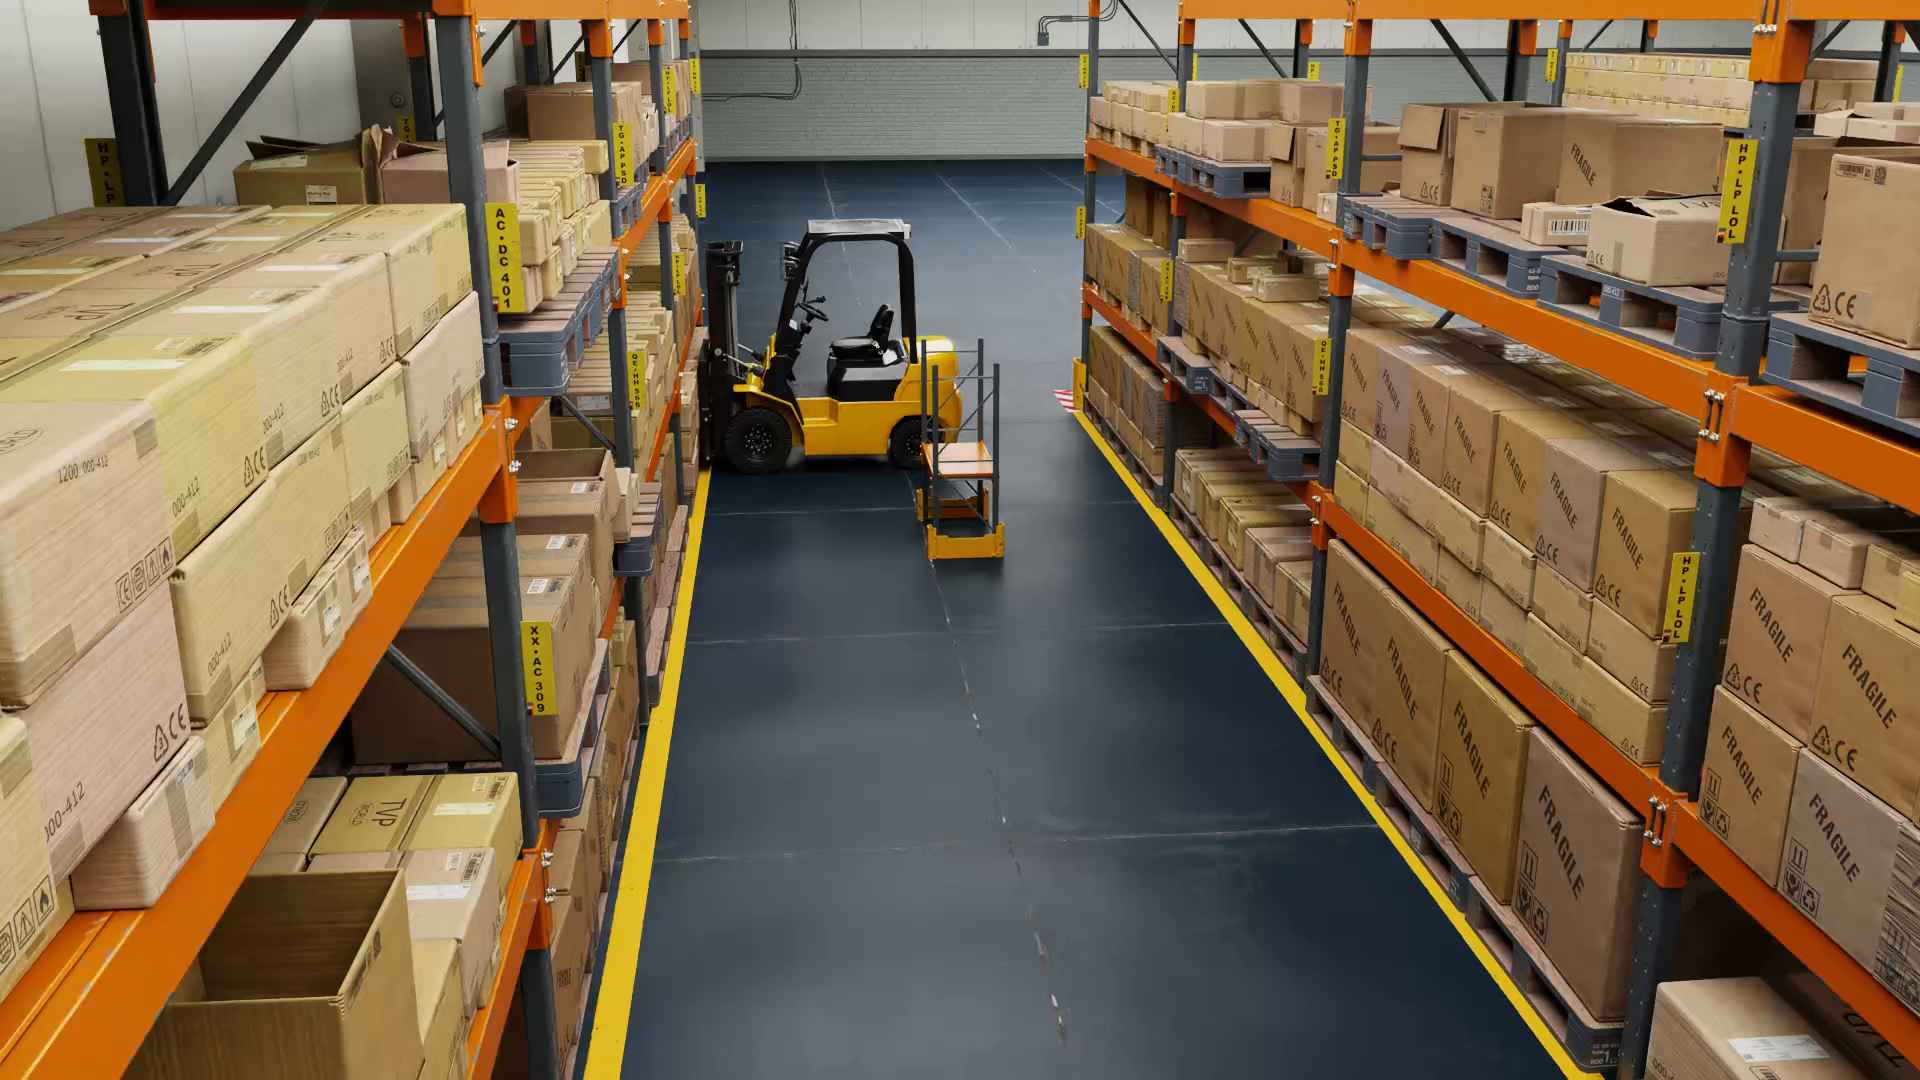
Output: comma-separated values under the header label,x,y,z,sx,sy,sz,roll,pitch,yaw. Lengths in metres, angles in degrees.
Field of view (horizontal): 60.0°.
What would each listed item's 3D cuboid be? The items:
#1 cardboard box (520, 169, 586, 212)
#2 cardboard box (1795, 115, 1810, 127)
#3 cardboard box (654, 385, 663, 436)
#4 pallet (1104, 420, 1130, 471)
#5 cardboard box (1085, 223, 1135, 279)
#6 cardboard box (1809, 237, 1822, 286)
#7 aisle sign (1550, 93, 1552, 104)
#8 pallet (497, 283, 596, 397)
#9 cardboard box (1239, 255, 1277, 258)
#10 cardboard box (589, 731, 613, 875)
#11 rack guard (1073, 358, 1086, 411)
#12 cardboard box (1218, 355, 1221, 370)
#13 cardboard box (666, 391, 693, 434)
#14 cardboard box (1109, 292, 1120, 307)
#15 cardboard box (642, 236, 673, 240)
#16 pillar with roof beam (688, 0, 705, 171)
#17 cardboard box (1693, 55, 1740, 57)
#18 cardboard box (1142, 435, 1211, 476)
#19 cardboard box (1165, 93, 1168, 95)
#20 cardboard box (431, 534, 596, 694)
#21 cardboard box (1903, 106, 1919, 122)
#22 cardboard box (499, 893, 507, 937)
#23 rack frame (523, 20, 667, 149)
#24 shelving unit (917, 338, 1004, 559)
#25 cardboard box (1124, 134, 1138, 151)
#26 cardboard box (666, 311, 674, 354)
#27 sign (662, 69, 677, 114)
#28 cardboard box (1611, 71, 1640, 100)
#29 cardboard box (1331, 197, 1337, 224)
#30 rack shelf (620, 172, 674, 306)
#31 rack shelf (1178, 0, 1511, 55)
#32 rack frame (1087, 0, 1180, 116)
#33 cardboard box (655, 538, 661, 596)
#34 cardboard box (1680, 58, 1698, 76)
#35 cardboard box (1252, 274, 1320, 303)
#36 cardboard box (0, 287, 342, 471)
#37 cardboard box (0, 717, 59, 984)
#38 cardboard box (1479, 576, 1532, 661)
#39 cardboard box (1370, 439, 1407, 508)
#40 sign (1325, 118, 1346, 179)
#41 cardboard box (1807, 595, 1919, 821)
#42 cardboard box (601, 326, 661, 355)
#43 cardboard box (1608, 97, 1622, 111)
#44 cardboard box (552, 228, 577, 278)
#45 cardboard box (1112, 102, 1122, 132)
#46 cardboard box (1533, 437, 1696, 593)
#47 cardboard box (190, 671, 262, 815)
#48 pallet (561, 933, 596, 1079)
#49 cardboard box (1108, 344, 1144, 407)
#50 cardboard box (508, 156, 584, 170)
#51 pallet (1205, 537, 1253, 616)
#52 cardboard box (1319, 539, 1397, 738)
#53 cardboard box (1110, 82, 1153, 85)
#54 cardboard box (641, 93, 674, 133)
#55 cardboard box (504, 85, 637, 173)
label,x,y,z,sx,sy,sz,roll,pitch,yaw
cardboard box,-1.721,-1.412,6.713,0.380,0.149,0.250,-2,18,-5
cardboard box,7.387,-3.627,14.267,0.380,0.149,0.250,-2,18,-5
cardboard box,-2.284,-0.869,11.187,0.500,0.250,0.500,-1,17,-4
pallet,1.969,-0.922,15.761,1.003,0.211,1.213,-2,18,-6
cardboard box,1.563,-2.921,16.808,0.500,0.500,0.500,-2,18,-6
cardboard box,3.324,-1.033,5.974,0.396,0.266,0.258,-2,18,-6
aisle sign,6.397,-4.316,17.576,0.394,0.787,0.004,-2,18,-6
pallet,-1.907,-0.689,5.669,1.213,0.211,1.003,-2,18,-6
cardboard box,2.478,-1.948,13.010,0.500,0.500,0.500,-2,18,-7
cardboard box,-1.895,1.228,7.729,0.500,0.500,0.500,-2,18,-8
rack guard,1.798,-1.665,17.647,1.175,0.500,0.348,-2,18,-6
cardboard box,2.076,-1.287,11.985,0.380,0.149,0.250,-2,18,-5
cardboard box,-2.472,-1.054,13.746,0.500,0.250,0.500,-2,18,-6
cardboard box,1.646,-2.344,16.054,0.380,0.149,0.250,-1,17,-4
cardboard box,-2.727,-2.593,14.681,0.380,0.149,0.250,-2,18,-5
pillar with roof beam,-2.784,-14.424,44.098,9.100,9.000,0.400,-2,18,-6
cardboard box,7.206,-4.535,15.826,0.380,0.149,0.250,-2,18,-6
cardboard box,1.874,-0.745,14.432,0.500,0.250,0.500,-1,17,-3
cardboard box,1.911,-3.624,13.792,0.380,0.149,0.250,-1,17,-4
cardboard box,-1.790,0.296,6.359,0.700,0.500,0.500,-2,17,-5
cardboard box,7.462,-3.118,12.477,0.500,0.250,0.500,-2,18,-6
cardboard box,-1.577,1.133,4.980,0.380,0.149,0.250,-1,17,-4
rack frame,-2.735,-4.397,12.158,1.000,3.000,0.127,-2,18,-6
shelving unit,-0.008,-0.738,13.025,0.587,1.500,1.083,-2,18,-6
cardboard box,1.706,-3.621,15.114,0.380,0.149,0.250,-2,18,-7
cardboard box,-2.430,-1.563,12.563,0.500,0.250,0.500,-2,18,-7
sign,-2.196,-3.382,12.545,0.100,0.325,0.005,-2,18,-6
cardboard box,6.604,-4.360,15.935,0.500,0.250,0.500,-2,18,-6
cardboard box,2.373,-1.896,9.619,0.380,0.149,0.250,-2,18,-6
rack shelf,-2.528,-2.026,10.817,1.077,0.370,4.000,-2,18,-6
rack shelf,2.409,-3.421,10.920,1.077,0.370,4.000,-2,18,-6
rack frame,1.790,-5.743,16.446,1.000,3.000,0.127,-2,18,-6
cardboard box,-2.518,0.009,11.405,0.875,0.625,0.625,-3,18,-8
cardboard box,6.655,-4.213,14.800,0.380,0.149,0.250,-2,18,-5
cardboard box,2.165,-1.675,11.058,0.380,0.149,0.250,-3,18,-8
cardboard box,-1.455,-0.292,3.011,0.500,0.250,0.500,-1,17,-4
cardboard box,-1.271,0.399,1.645,0.500,0.250,0.500,-2,18,-6
cardboard box,2.646,0.338,7.344,0.500,0.250,0.500,-2,18,-7
cardboard box,2.474,-0.351,8.704,0.500,0.250,0.500,-1,17,-4
sign,2.075,-2.159,9.174,0.100,0.325,0.005,-2,18,-6
cardboard box,2.881,0.470,4.836,0.500,0.500,0.500,-2,18,-6
cardboard box,-2.213,-1.340,11.189,0.380,0.149,0.250,-2,18,-7
cardboard box,6.524,-4.210,16.123,0.380,0.149,0.250,-2,18,-5
cardboard box,-1.602,-1.040,6.026,0.380,0.149,0.250,-2,17,-5
cardboard box,1.697,-3.920,15.403,0.500,0.250,0.500,-1,17,-4
cardboard box,2.671,-0.109,6.682,0.500,0.500,0.500,-1,17,-5
cardboard box,-1.319,0.318,2.568,0.380,0.149,0.250,-2,18,-6
pallet,-2.031,1.938,6.651,1.003,0.211,1.213,-2,18,-6
cardboard box,1.703,-1.566,15.793,0.500,0.500,0.500,-1,17,-5
cardboard box,-1.887,-1.630,7.440,0.380,0.149,0.250,-2,18,-7
pallet,2.413,0.238,12.067,1.003,0.211,1.213,-2,18,-6
cardboard box,2.603,0.525,9.344,0.875,0.875,0.875,-2,18,-6
cardboard box,1.665,-4.385,16.219,0.380,0.149,0.250,-2,18,-6
cardboard box,-2.578,-3.426,13.356,0.500,0.311,0.500,-1,17,-5
cardboard box,-2.306,-2.440,9.899,0.700,0.500,0.500,-2,18,-7
